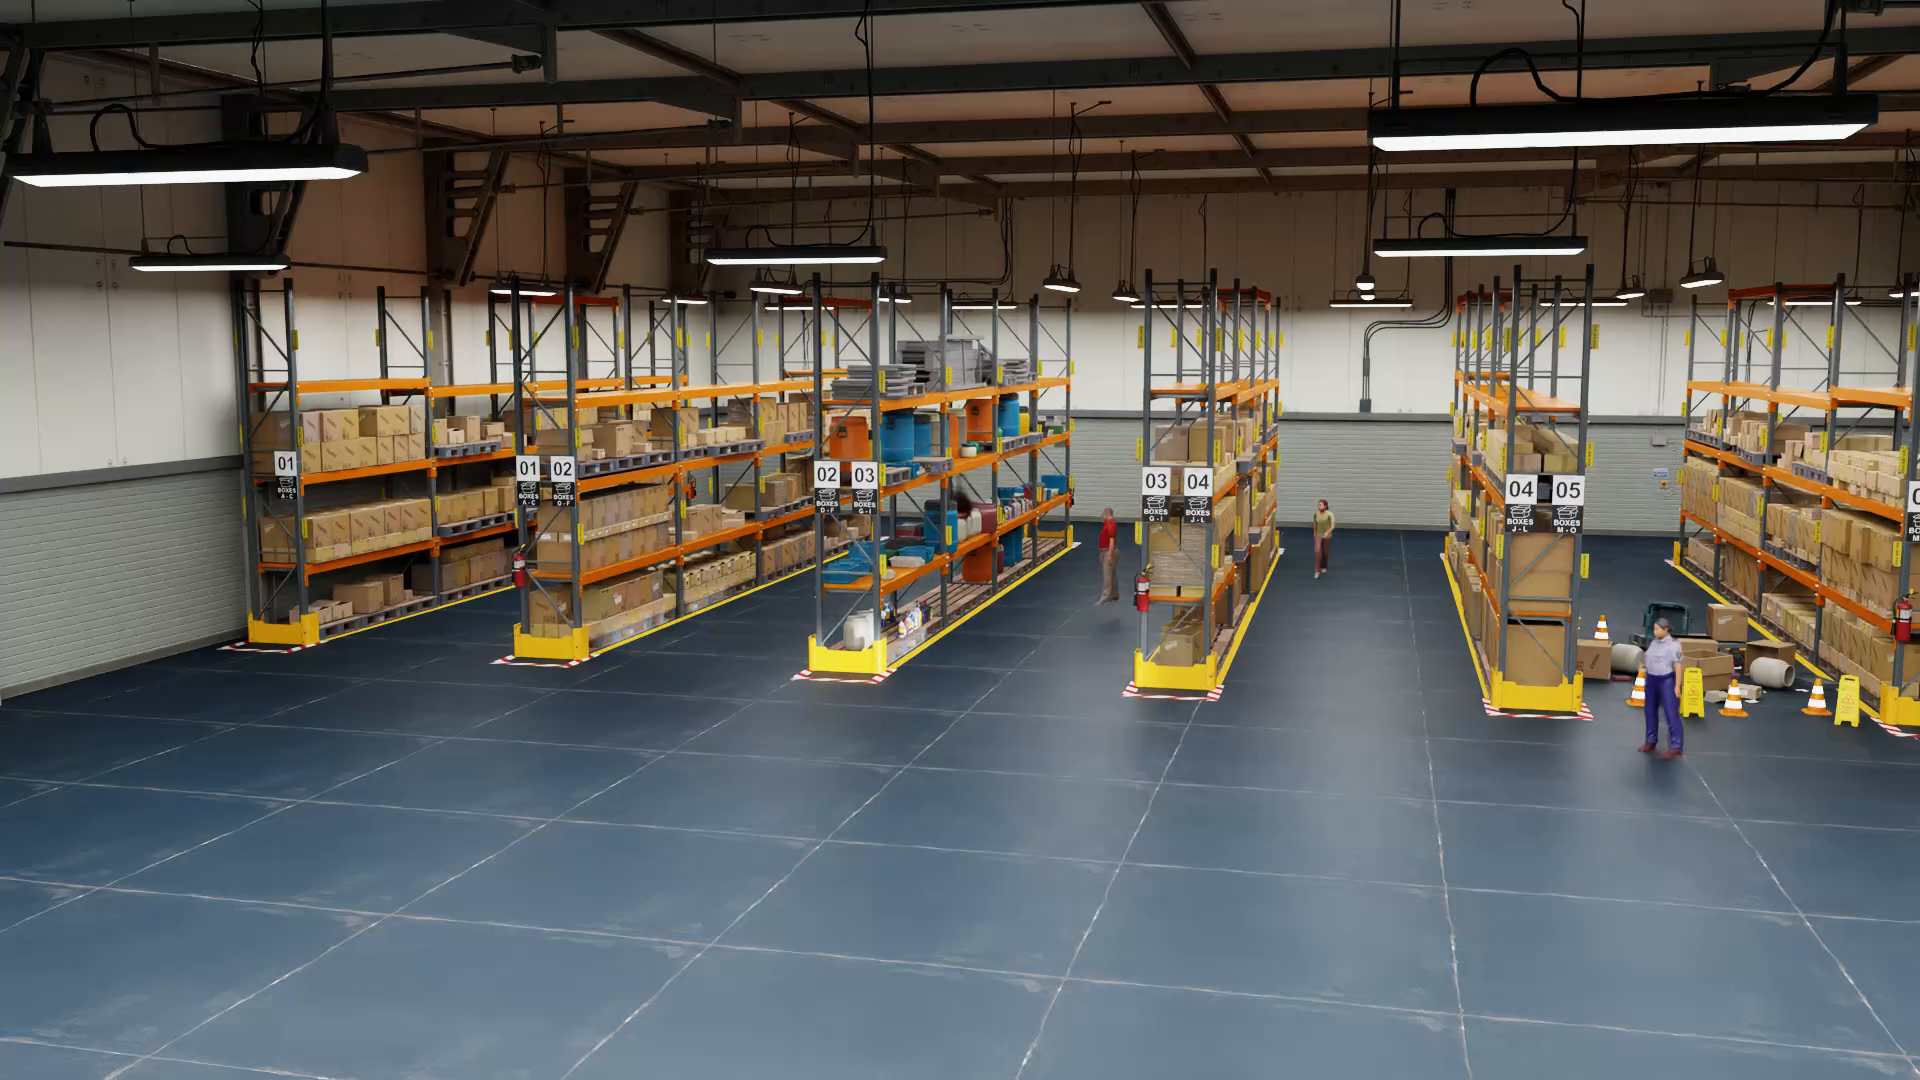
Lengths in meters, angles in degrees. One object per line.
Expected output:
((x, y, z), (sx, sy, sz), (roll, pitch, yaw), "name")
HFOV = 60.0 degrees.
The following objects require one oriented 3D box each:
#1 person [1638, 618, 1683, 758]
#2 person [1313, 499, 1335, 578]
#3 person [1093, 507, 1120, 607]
((8.518, 1.786, 20.153), (0.403, 1.630, 0.579), (-3, 8, -26), "person")
((7.755, -0.039, 35.479), (0.457, 1.670, 0.932), (2, 7, 15), "person")
((2.617, 0.292, 29.746), (0.578, 1.750, 0.556), (-2, 7, -15), "person")
